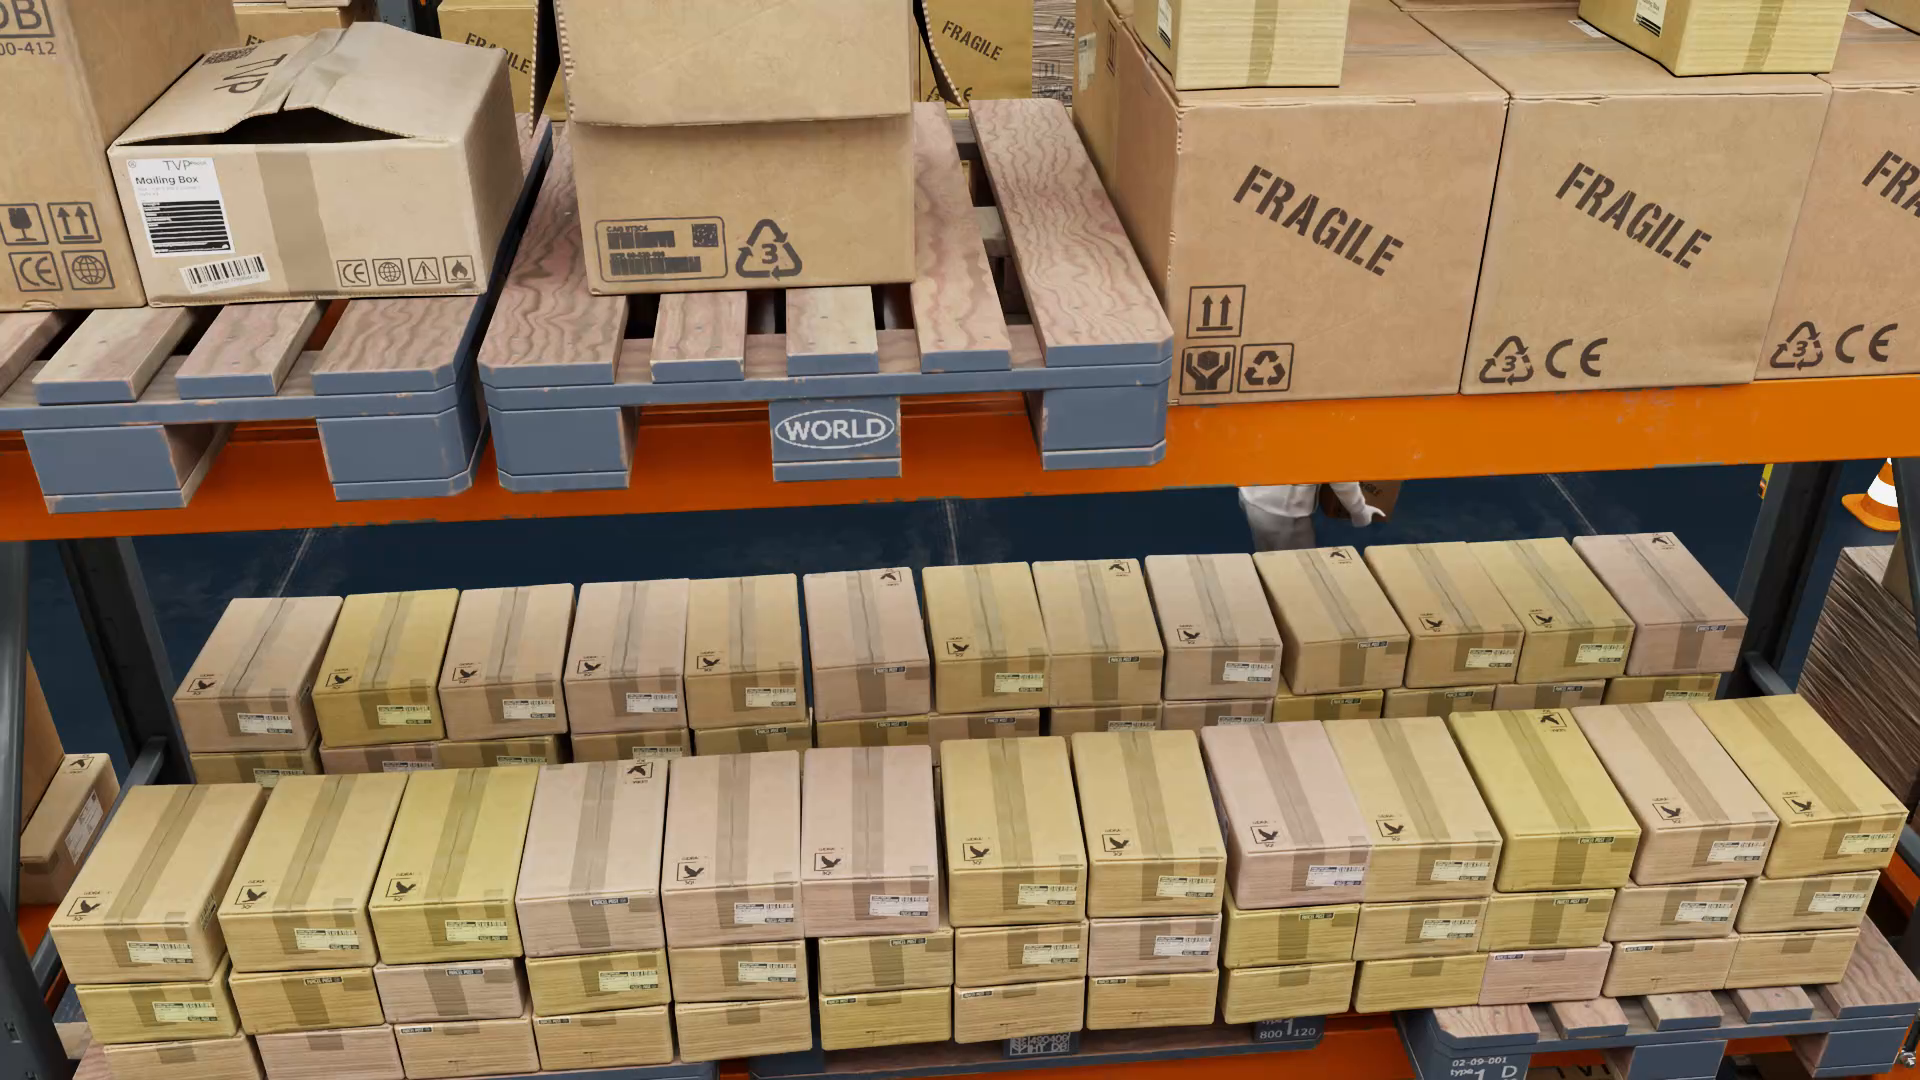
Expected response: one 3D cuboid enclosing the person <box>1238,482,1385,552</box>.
[{"bbox_3d":[1.322,-0.149,6.368,0.530,1.684,0.416,-3,31,-5],"label":"person"}]
